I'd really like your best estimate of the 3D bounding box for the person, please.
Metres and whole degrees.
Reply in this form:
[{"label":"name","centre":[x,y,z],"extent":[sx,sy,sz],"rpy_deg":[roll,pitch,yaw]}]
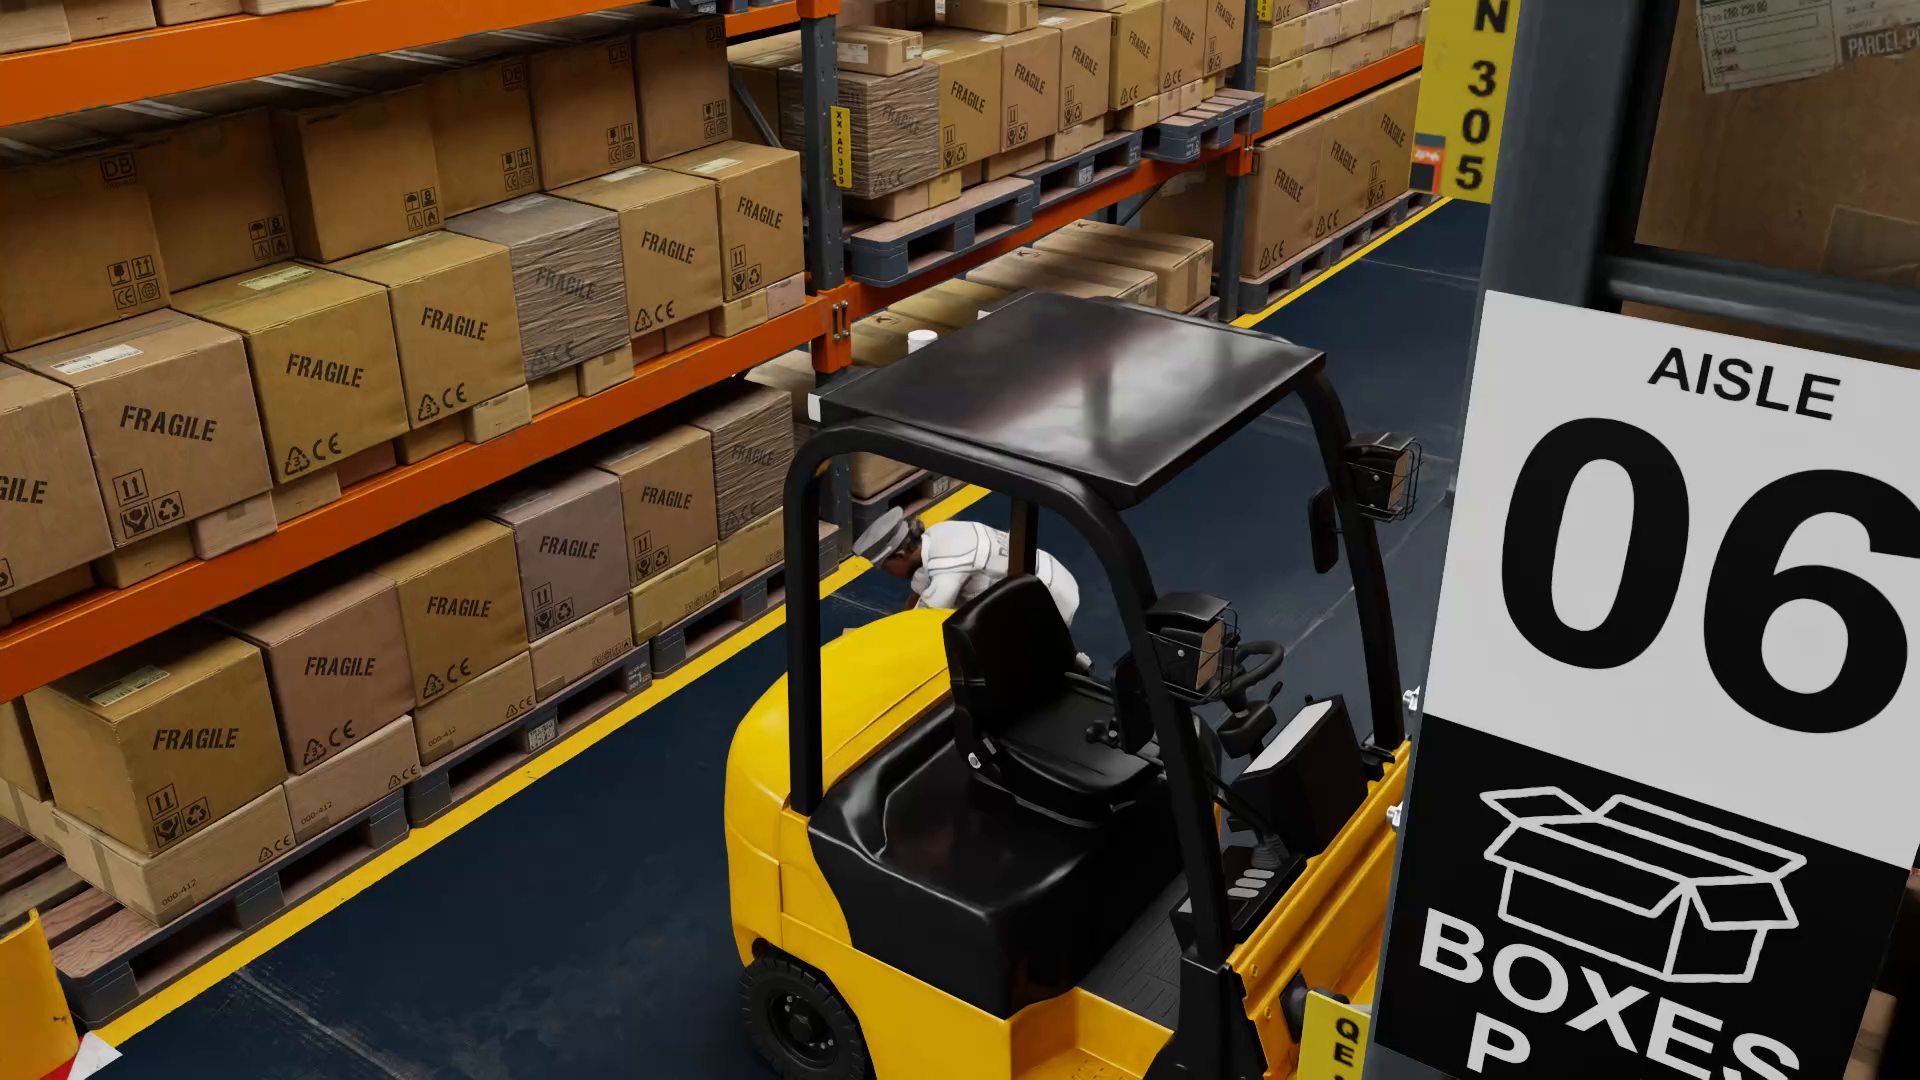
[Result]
[{"label":"person","centre":[0.026,0.268,6.463],"extent":[0.870,0.881,0.478],"rpy_deg":[1,27,2]}]
